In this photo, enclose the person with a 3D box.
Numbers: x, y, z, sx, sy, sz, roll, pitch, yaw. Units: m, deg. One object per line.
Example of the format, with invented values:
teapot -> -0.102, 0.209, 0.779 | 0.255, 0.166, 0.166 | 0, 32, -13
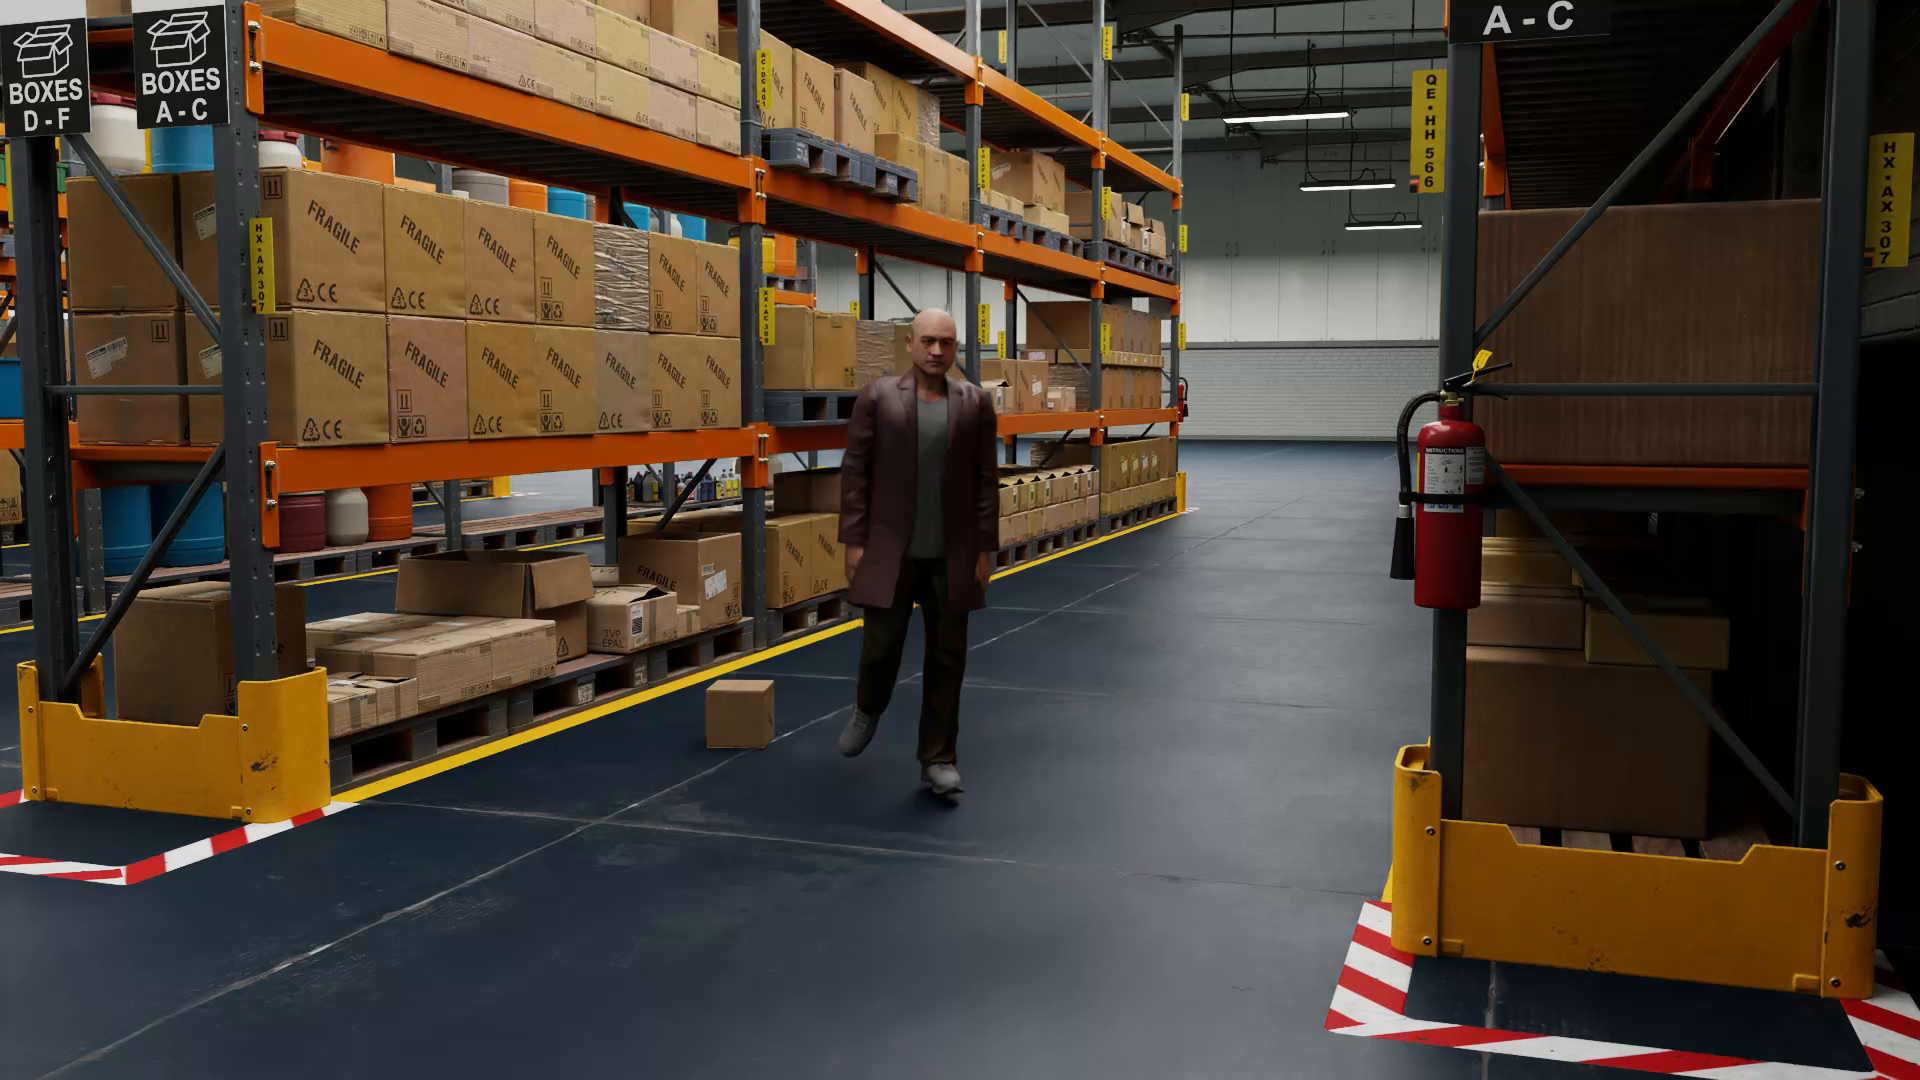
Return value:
person -> -0.171, 0.031, 6.221 | 0.602, 1.770, 0.636 | -1, 5, -12
